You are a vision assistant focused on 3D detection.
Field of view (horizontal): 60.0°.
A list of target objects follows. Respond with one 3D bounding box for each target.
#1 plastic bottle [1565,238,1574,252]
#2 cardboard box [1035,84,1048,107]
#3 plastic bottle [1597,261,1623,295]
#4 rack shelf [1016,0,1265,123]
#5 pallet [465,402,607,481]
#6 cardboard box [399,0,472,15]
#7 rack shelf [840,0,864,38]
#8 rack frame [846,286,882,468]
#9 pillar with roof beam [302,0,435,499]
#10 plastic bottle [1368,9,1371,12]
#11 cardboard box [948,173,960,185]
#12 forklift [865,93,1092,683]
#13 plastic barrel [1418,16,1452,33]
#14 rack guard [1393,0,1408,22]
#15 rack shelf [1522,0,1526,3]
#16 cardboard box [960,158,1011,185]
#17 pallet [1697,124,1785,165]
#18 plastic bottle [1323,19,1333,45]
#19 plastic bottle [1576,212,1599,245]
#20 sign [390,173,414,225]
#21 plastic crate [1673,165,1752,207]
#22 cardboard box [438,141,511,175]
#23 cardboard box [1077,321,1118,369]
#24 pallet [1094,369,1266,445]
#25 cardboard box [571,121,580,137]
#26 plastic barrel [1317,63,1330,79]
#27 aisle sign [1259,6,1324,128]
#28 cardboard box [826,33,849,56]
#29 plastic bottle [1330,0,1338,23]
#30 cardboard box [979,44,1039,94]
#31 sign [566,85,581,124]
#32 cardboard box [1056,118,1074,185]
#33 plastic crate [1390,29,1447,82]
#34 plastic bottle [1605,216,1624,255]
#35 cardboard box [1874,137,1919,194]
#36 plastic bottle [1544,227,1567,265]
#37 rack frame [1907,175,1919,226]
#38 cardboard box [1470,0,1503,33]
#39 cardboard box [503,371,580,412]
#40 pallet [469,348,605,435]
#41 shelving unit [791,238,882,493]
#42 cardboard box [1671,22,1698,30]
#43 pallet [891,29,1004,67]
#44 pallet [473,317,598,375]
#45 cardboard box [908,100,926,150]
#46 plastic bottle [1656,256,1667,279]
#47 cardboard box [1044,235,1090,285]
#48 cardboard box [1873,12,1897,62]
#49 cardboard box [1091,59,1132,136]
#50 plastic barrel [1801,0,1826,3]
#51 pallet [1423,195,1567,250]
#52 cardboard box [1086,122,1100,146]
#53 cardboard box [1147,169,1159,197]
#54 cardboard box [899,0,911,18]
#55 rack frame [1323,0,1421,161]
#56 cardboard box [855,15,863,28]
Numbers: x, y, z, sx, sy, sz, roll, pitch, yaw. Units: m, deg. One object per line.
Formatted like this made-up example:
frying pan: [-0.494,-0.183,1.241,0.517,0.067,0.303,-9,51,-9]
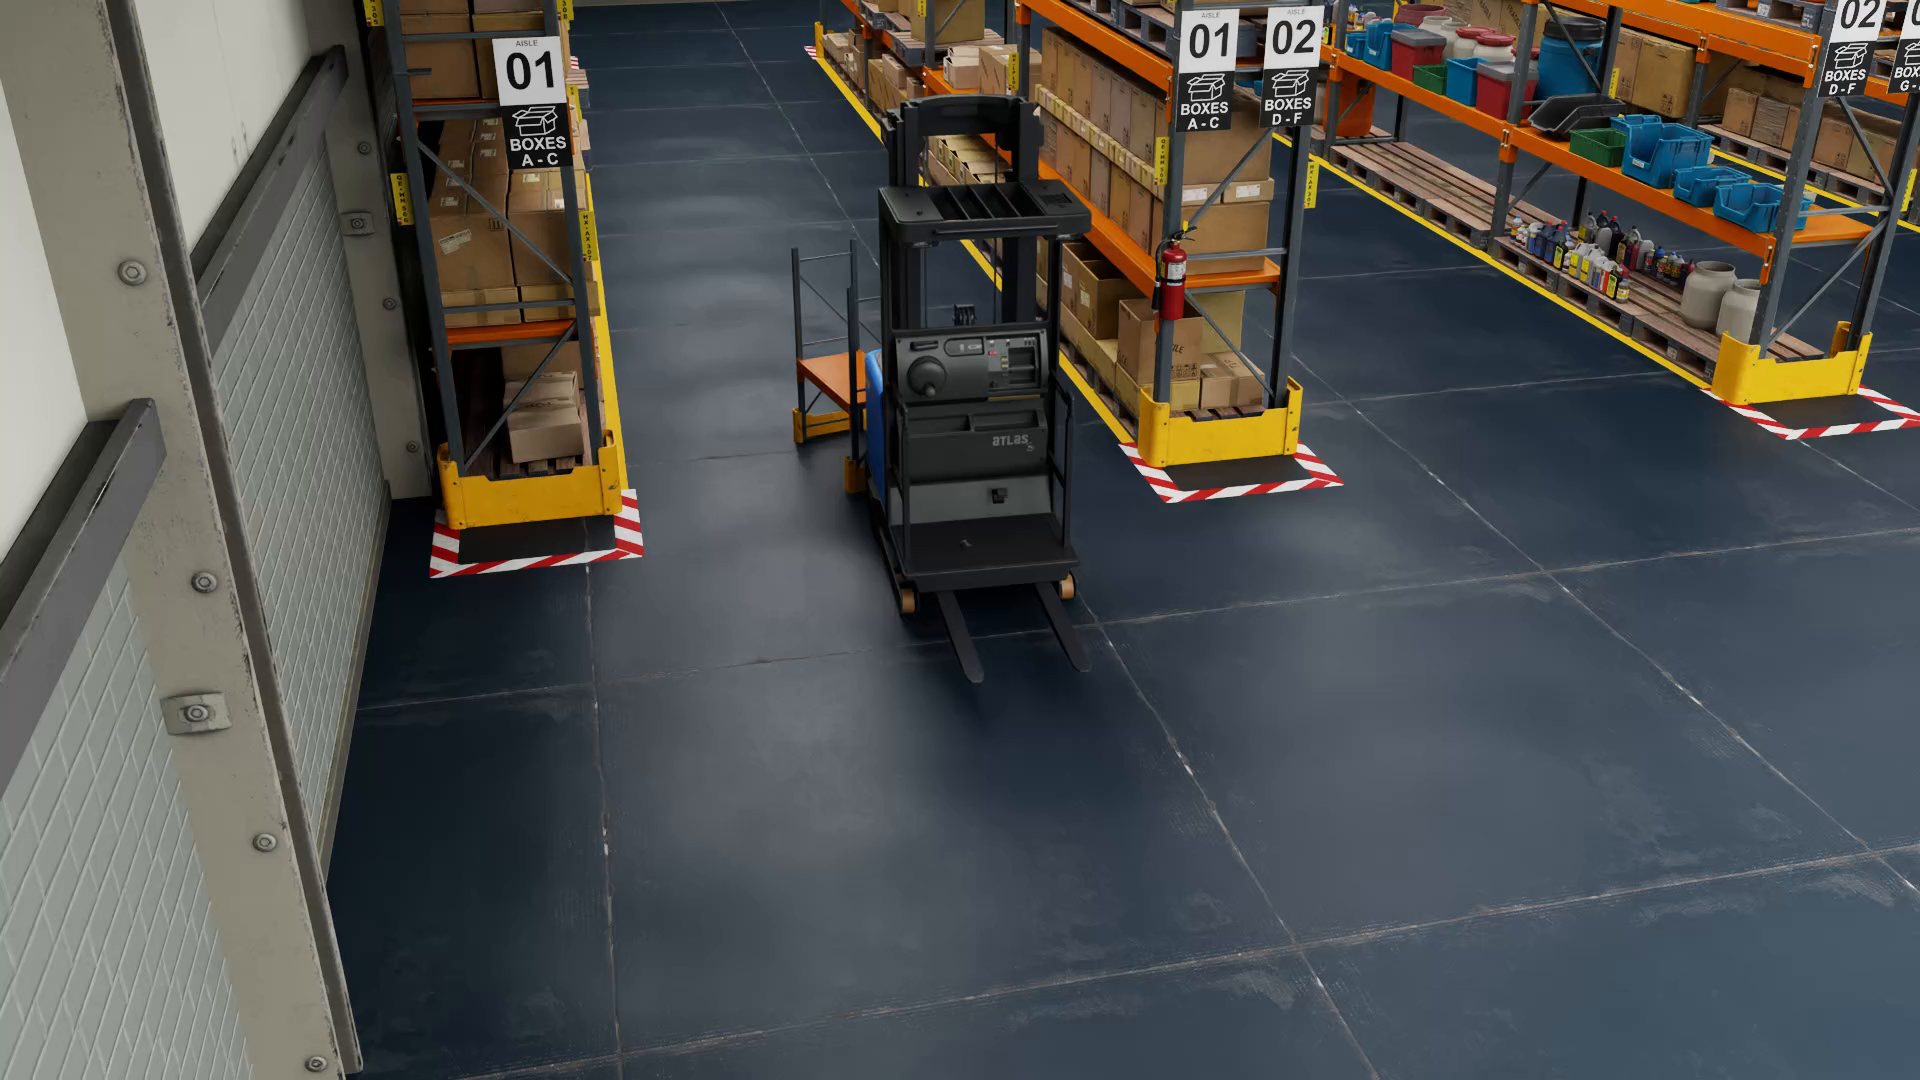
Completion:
plastic bottle: [5.726,-2.705,15.667,0.097,0.271,0.097,0,27,0]
cardboard box: [0.882,-3.962,14.787,0.380,0.149,0.250,-6,27,-12]
plastic bottle: [5.867,-2.367,14.991,0.152,0.276,0.135,-6,27,-11]
rack shelf: [1.461,-3.906,12.975,1.077,0.370,4.000,-6,27,-12]
pallet: [-3.080,-0.654,12.157,1.003,0.211,1.213,-6,27,-12]
cardboard box: [-3.266,-3.507,10.143,0.500,0.500,0.500,-5,27,-9]
rack shelf: [-1.244,-7.834,24.088,1.077,0.370,4.000,-6,27,-12]
rack frame: [-0.529,-1.065,11.541,0.500,1.500,0.032,-13,29,-23]
pillar with roof beam: [0.280,-4.840,10.698,9.100,9.000,0.400,-6,27,-12]
plastic bottle: [5.063,-6.460,20.696,0.061,0.283,0.133,-6,27,-12]
cardboard box: [0.177,-3.774,17.829,0.500,0.250,0.500,-7,28,-13]
forklift: [0.114,-1.031,9.886,1.130,2.935,3.031,-5,27,-9]
plastic barrel: [5.375,-5.643,18.823,0.421,0.512,0.421,0,27,0]
rack guard: [7.952,-8.933,28.239,1.175,0.500,0.348,-6,27,-12]
rack shelf: [5.386,-6.163,17.447,1.077,0.370,4.000,-6,27,-12]
cardboard box: [0.296,-3.793,17.245,0.500,0.311,0.500,-6,27,-12]
pallet: [9.935,-4.938,20.645,1.003,0.211,1.213,-6,27,-12]
plastic bottle: [4.428,-6.105,19.993,0.061,0.283,0.133,-6,27,-12]
plastic bottle: [6.122,-3.013,16.188,0.144,0.351,0.185,-6,27,-12]
sign: [-3.459,-2.115,10.323,0.100,0.325,0.005,-6,27,-12]
plastic crate: [6.193,-2.920,13.717,0.499,0.251,0.408,-6,27,-12]
cardboard box: [-3.565,-2.637,12.303,0.500,0.500,0.500,-6,27,-11]
cardboard box: [1.264,-1.613,13.548,0.500,0.250,0.500,-6,27,-12]
pallet: [1.698,-1.096,13.034,1.003,0.211,1.213,-6,27,-12]
cardboard box: [-3.187,-2.921,12.866,0.500,0.500,0.500,-7,28,-13]
plastic barrel: [4.554,-5.843,21.553,0.600,0.588,0.708,-6,27,-12]
aisle sign: [2.225,-3.172,11.168,0.394,0.787,0.004,-6,27,-12]
cardboard box: [-1.736,-7.516,25.221,0.500,0.250,0.500,-6,27,-12]
plastic bottle: [4.840,-6.799,21.376,0.152,0.276,0.135,-6,27,-12]
cardboard box: [0.502,-4.831,17.228,0.500,0.500,0.500,-7,28,-14]
sign: [-3.289,-3.706,14.149,0.100,0.325,0.005,-6,27,-12]
cardboard box: [1.241,-3.385,14.363,0.700,0.500,0.500,-6,27,-12]
plastic crate: [5.001,-5.311,18.219,0.402,0.464,0.583,-6,27,-12]
plastic bottle: [6.306,-2.943,16.050,0.144,0.351,0.185,-7,28,-14]
cardboard box: [10.545,-4.122,18.220,0.700,0.500,0.500,-8,28,-16]
plastic bottle: [5.657,-2.801,15.769,0.144,0.351,0.185,-7,28,-14]
rack frame: [10.662,-4.770,17.218,1.000,3.000,0.127,-6,27,-12]
cardboard box: [8.586,-8.214,25.933,0.875,0.875,0.875,-6,27,-12]
cardboard box: [-3.111,-1.064,12.372,0.500,0.311,0.500,-4,27,-7]
pallet: [-3.351,-1.188,13.216,1.003,0.211,1.213,-6,27,-12]
shelving unit: [-0.760,-1.273,11.955,0.587,1.500,1.083,-13,29,-23]
cardboard box: [9.408,-6.762,21.054,0.500,0.500,0.500,-5,27,-10]
pallet: [-0.113,-5.726,19.326,1.213,0.211,1.003,-6,27,-12]
pallet: [-3.630,-1.725,14.279,1.003,0.211,1.213,-6,27,-12]
cardboard box: [-0.331,-4.989,19.937,0.500,0.500,0.500,-5,27,-10]
plastic bottle: [6.511,-2.524,15.385,0.097,0.201,0.097,0,27,0]
cardboard box: [1.035,-2.386,14.248,0.500,0.500,0.500,-6,27,-12]
cardboard box: [10.620,-5.588,17.707,1.000,1.000,1.000,-6,27,-11]
cardboard box: [1.455,-3.534,13.219,0.700,0.500,0.500,-6,27,-12]
plastic barrel: [6.505,-4.430,12.272,0.600,0.830,0.708,-6,27,-12]
pallet: [5.622,-3.363,17.525,1.003,0.211,1.213,-6,27,-12]
cardboard box: [1.234,-3.283,13.440,0.380,0.149,0.250,-6,27,-12]
cardboard box: [1.579,-2.607,12.102,0.380,0.149,0.250,-5,27,-10]
cardboard box: [-0.335,-6.740,20.545,0.700,0.500,0.500,-13,30,-25]
rack frame: [4.935,-6.023,19.700,1.000,3.000,0.127,-6,27,-12]
cardboard box: [-1.332,-7.900,25.706,0.500,0.500,0.500,-6,27,-12]
